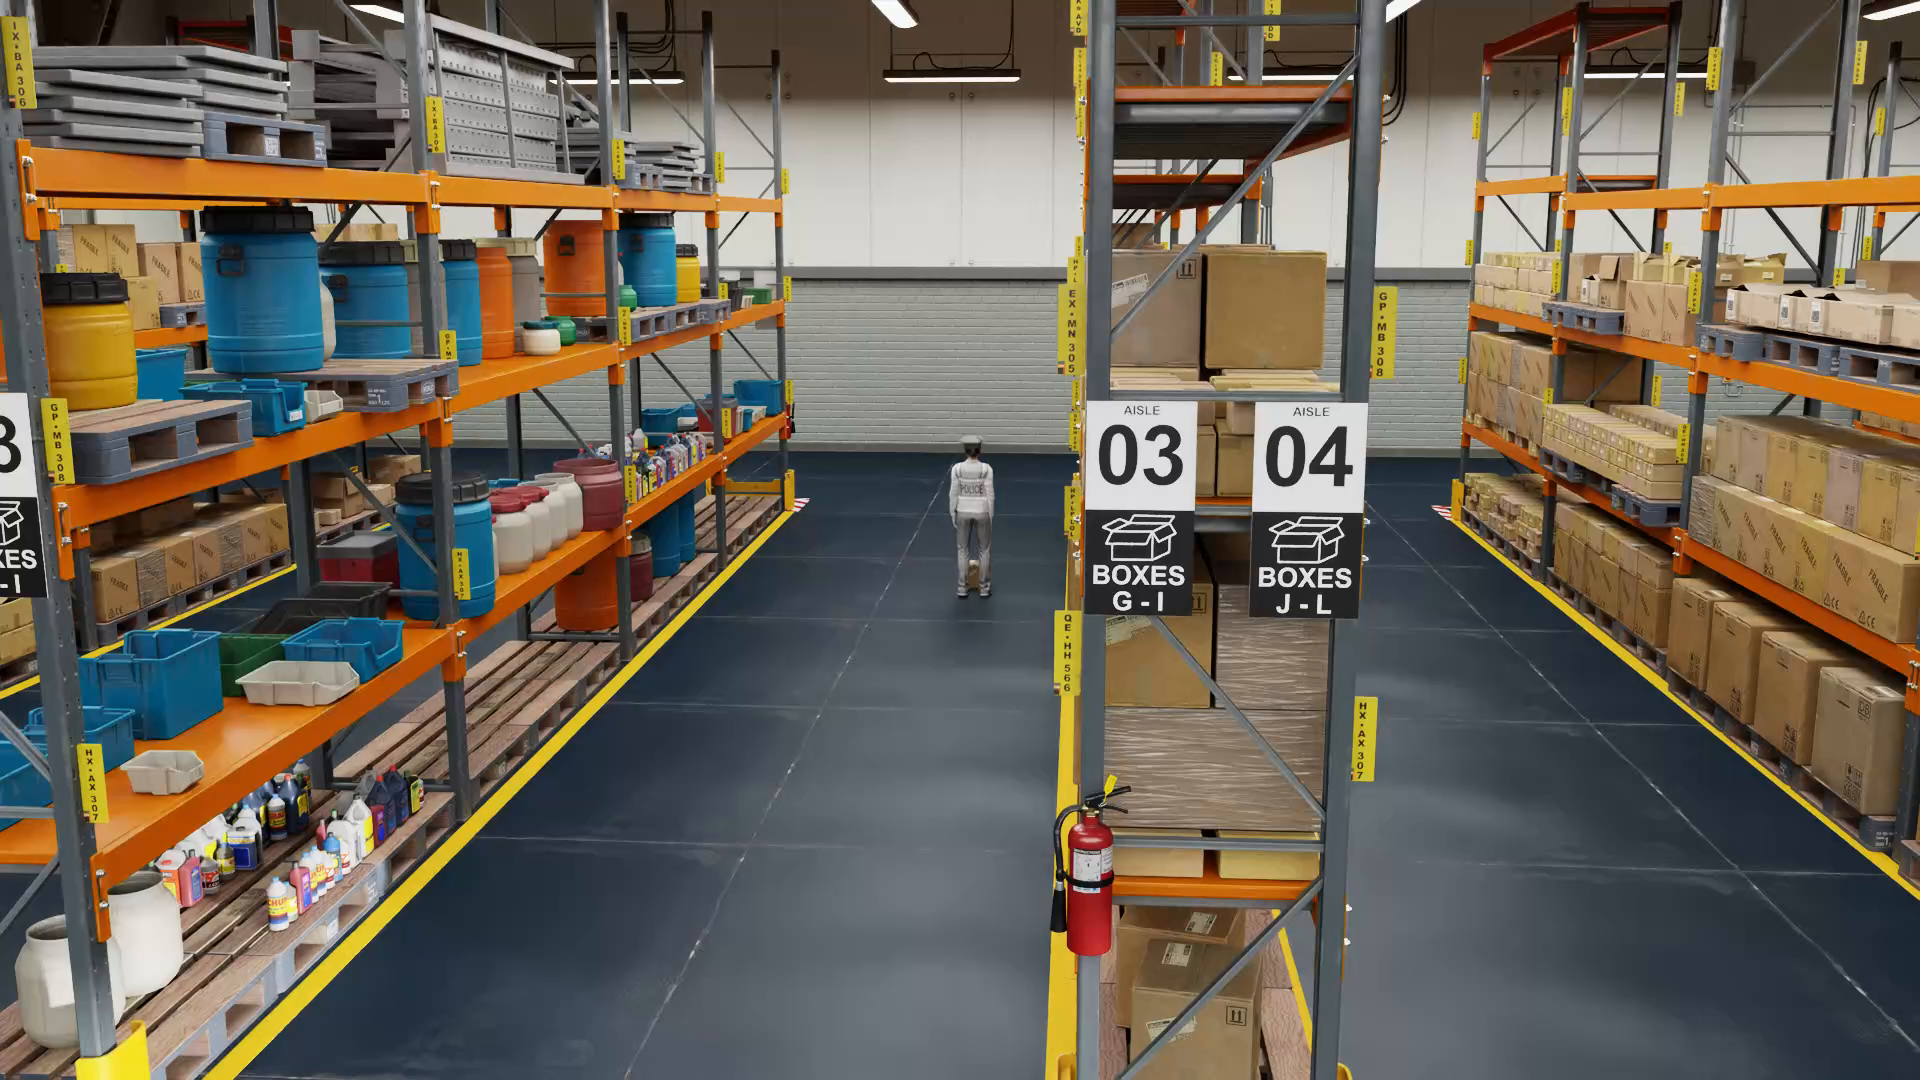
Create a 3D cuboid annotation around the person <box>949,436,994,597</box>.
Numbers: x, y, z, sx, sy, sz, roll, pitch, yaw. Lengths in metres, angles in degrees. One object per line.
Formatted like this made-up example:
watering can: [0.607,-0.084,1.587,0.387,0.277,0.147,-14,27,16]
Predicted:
person: [0.125,-0.241,17.202,0.469,1.665,0.328,1,11,6]
